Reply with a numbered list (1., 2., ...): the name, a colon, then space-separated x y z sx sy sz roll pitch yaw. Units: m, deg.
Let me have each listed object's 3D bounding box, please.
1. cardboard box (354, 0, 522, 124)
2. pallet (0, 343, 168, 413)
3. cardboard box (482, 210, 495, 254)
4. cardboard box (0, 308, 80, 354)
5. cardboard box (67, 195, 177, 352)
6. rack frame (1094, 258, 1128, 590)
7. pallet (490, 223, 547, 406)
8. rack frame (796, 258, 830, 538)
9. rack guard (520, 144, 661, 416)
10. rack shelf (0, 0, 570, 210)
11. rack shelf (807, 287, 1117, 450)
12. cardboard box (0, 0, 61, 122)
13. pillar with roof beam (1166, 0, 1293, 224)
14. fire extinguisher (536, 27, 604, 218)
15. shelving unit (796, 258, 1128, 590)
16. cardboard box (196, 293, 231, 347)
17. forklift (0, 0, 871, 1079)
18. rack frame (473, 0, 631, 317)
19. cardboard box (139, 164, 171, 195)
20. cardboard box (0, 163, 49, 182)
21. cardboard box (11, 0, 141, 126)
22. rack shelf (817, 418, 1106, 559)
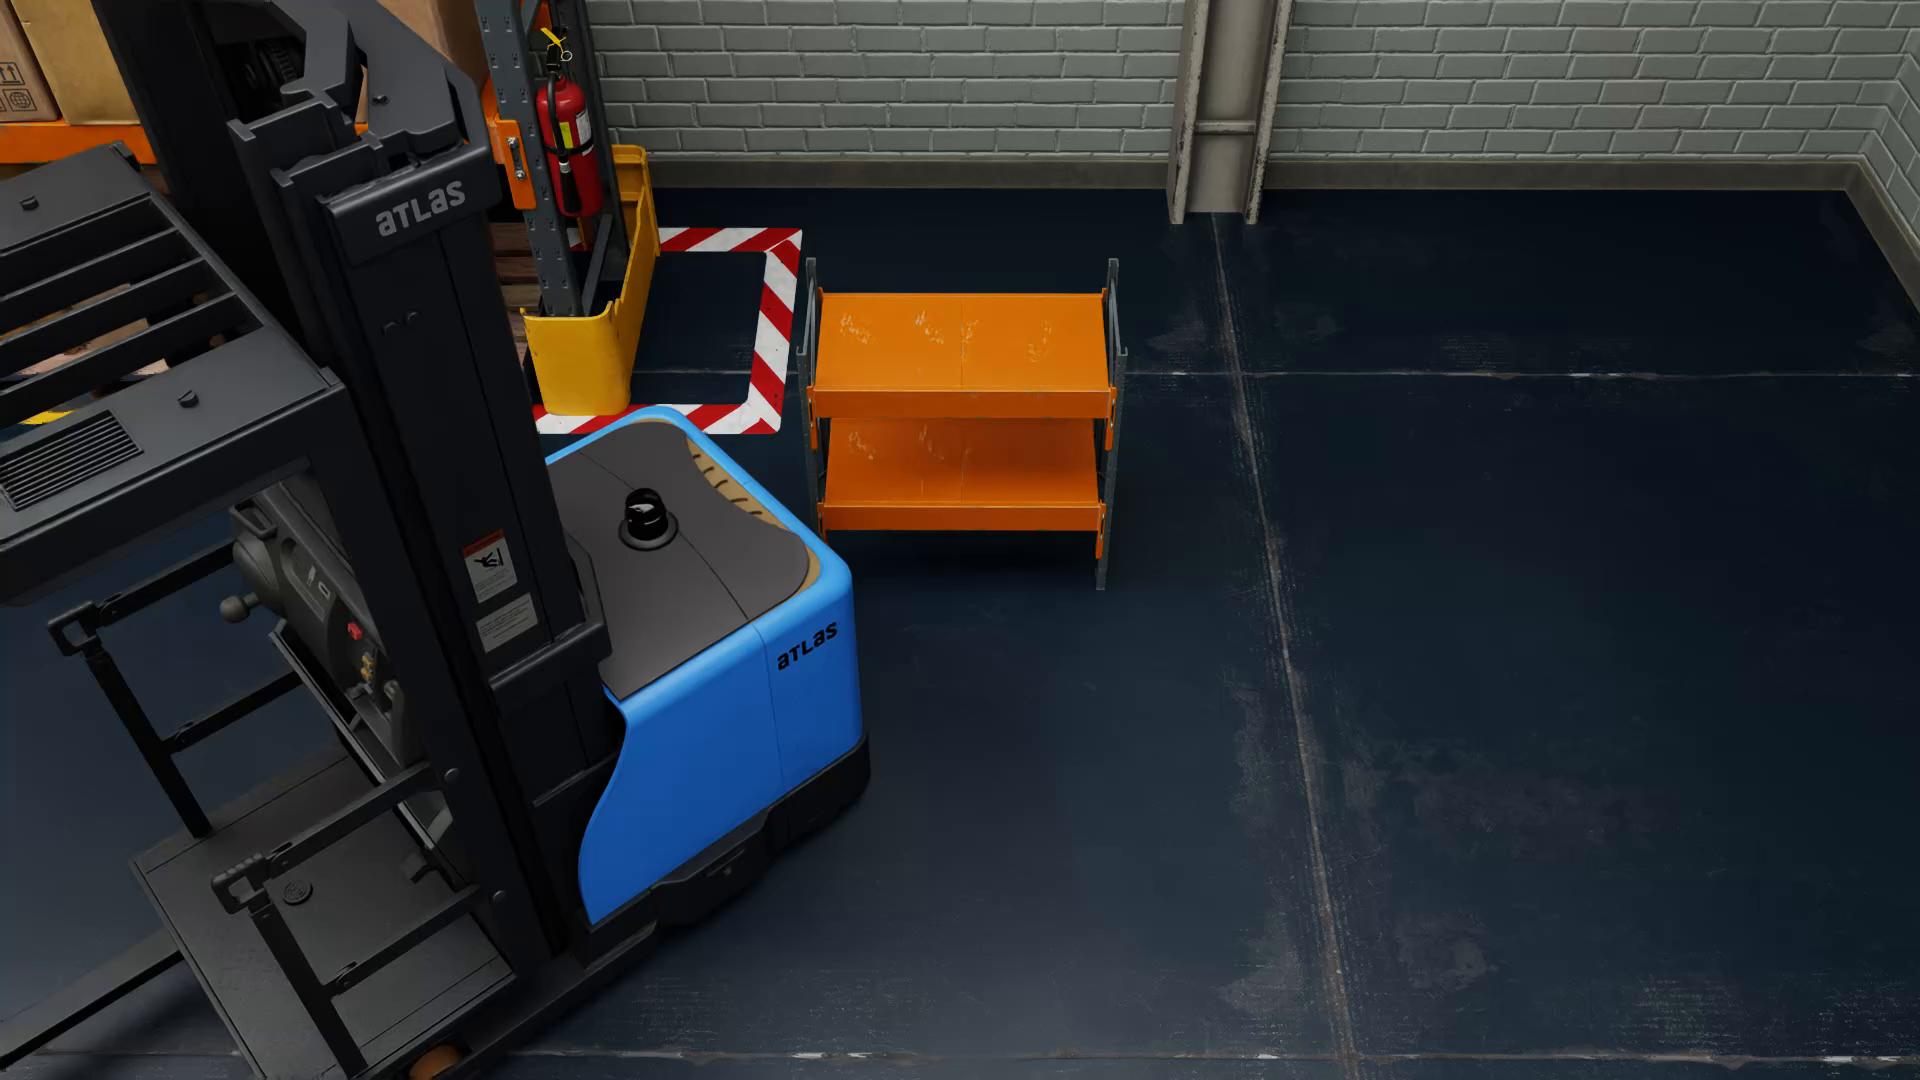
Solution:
1. cardboard box: -2.051 -2.049 5.903 0.700 0.700 0.980 2 47 2
2. pallet: -3.558 -0.953 6.993 1.213 0.211 1.003 0 47 0
3. cardboard box: -2.242 -1.173 6.713 0.500 0.500 0.700 0 47 0
4. cardboard box: -3.778 -1.171 6.712 0.500 0.500 0.700 1 47 1
5. cardboard box: -3.245 -1.175 6.715 0.500 0.500 0.700 -1 47 -1
6. rack frame: 0.515 -0.382 5.837 0.032 1.125 0.500 0 47 0
7. pallet: -2.341 -0.947 6.988 1.213 0.211 1.003 0 47 0
8. rack frame: -0.502 -0.385 5.840 0.032 1.125 0.500 0 47 0
9. rack guard: -1.517 -1.101 6.933 0.348 0.500 1.175 0 47 0
10. rack shelf: -3.541 -1.713 6.287 4.000 0.370 1.077 0 47 0
11. rack shelf: 0.007 -0.583 5.624 1.000 0.278 0.538 0 47 0
12. cardboard box: -3.541 -2.052 5.905 0.700 0.700 0.980 -2 47 -2
13. pillar with roof beam: 1.146 -1.471 1.472 0.400 9.000 9.100 0 47 0
14. fire extinguisher: -1.392 -1.461 5.868 0.183 0.674 0.296 0 47 0
15. shelving unit: 0.007 -0.383 5.838 1.048 1.125 0.538 0 47 0
16. cardboard box: -2.742 -1.174 6.714 0.500 0.500 0.700 0 47 0
17. forklift: -1.738 0.258 4.008 3.031 2.935 1.130 -32 55 -26
18. rack frame: -1.541 -1.953 6.018 0.127 3.000 1.000 0 47 0
19. cardboard box: -3.127 -1.542 6.614 0.250 0.149 0.380 1 47 1
20. cardboard box: -3.637 -1.543 6.615 0.250 0.149 0.380 -1 47 -1
21. cardboard box: -2.779 -2.043 5.897 0.700 0.700 0.980 0 47 0
22. rack shelf: 0.007 -0.217 6.017 1.000 0.278 0.538 0 47 0
